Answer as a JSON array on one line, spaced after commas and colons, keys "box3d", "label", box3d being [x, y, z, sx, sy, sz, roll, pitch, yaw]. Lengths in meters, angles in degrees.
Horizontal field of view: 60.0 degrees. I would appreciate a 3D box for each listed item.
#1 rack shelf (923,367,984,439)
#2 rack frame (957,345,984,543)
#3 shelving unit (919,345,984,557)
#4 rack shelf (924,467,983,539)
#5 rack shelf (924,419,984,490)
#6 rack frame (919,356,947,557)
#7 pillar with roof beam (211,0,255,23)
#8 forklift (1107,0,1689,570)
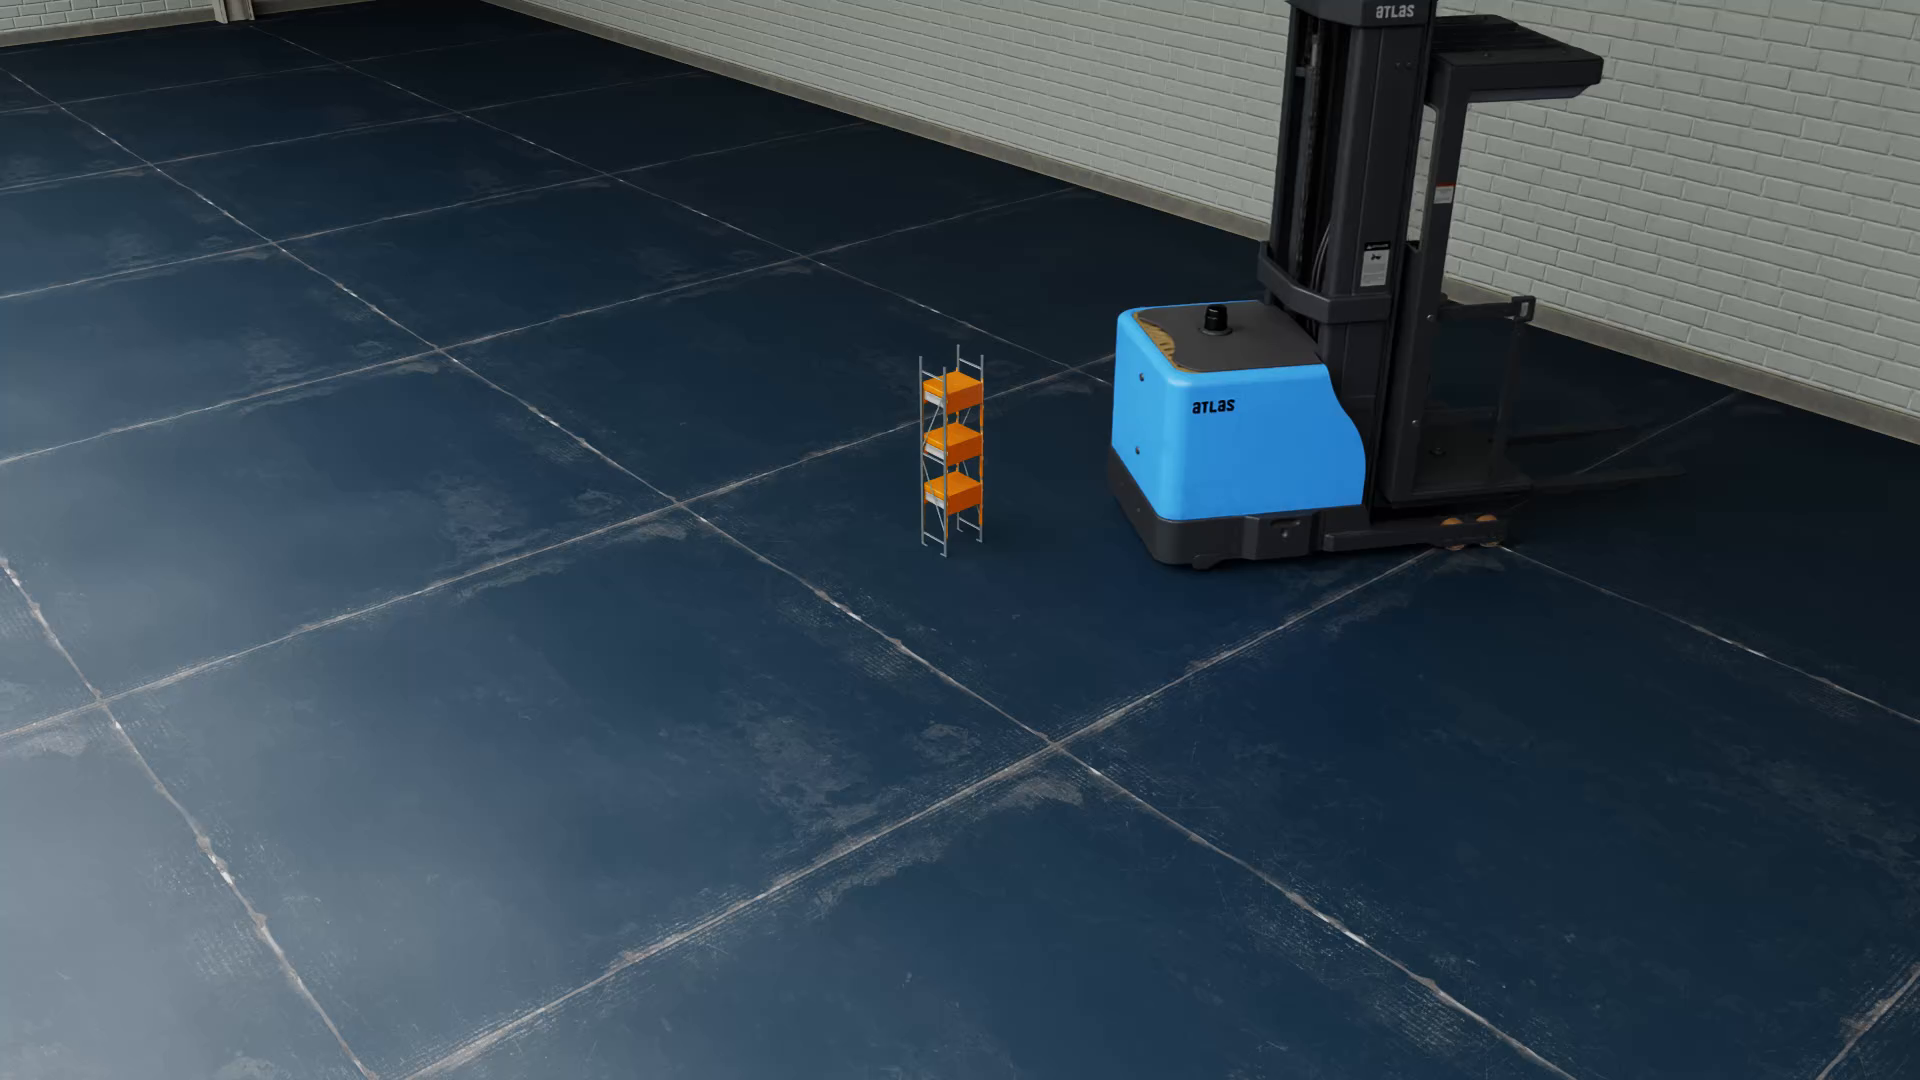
[{"box3d": [-0.041, -0.688, 8.343, 0.240, 0.259, 0.215, -22, 35, -35], "label": "rack shelf"}, {"box3d": [0.052, -0.484, 8.542, 0.008, 1.050, 0.200, -22, 35, -35], "label": "rack frame"}, {"box3d": [-0.041, -0.447, 8.472, 0.252, 1.050, 0.215, -22, 35, -35], "label": "shelving unit"}, {"box3d": [-0.041, -0.192, 8.608, 0.240, 0.259, 0.215, -22, 35, -35], "label": "rack shelf"}, {"box3d": [-0.041, -0.437, 8.477, 0.240, 0.259, 0.215, -22, 35, -35], "label": "rack shelf"}, {"box3d": [-0.134, -0.409, 8.402, 0.008, 1.050, 0.200, -22, 35, -35], "label": "rack frame"}, {"box3d": [-6.410, -9.034, 16.106, 0.400, 9.000, 9.100, -22, 35, -35], "label": "pillar with roof beam"}, {"box3d": [2.382, -1.477, 8.404, 3.031, 2.935, 1.130, -5, 29, -10], "label": "forklift"}]
